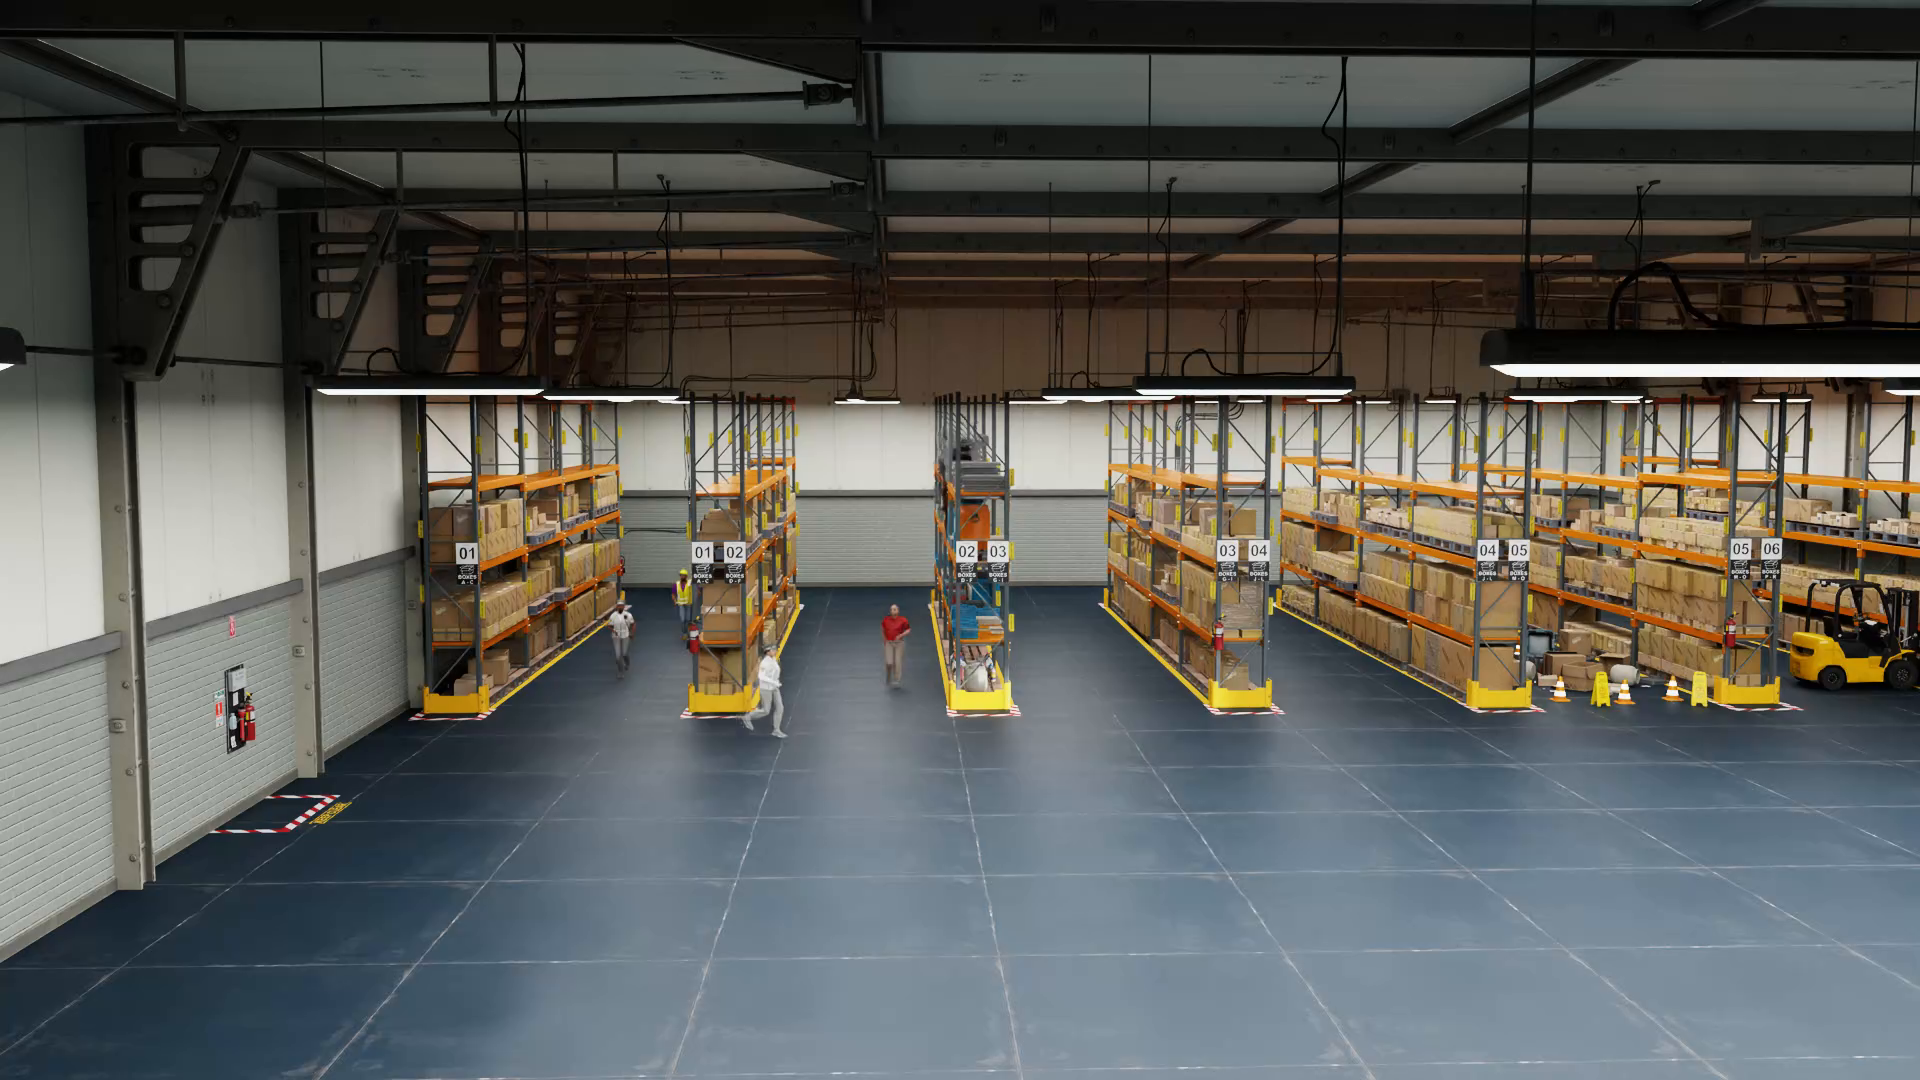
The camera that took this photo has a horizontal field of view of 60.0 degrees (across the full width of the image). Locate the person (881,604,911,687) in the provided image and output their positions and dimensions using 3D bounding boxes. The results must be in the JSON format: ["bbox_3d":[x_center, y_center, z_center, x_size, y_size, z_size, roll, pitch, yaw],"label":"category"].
[{"bbox_3d":[-1.329,2.167,33.846,0.639,1.704,0.636,1,5,8],"label":"person"}]

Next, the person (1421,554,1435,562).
[{"bbox_3d":[13.917,0.871,49.681,0.753,1.784,0.679,-2,5,-21],"label":"person"}]

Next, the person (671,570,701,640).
[{"bbox_3d":[-6.761,1.588,40.959,0.714,1.730,0.661,0,5,2],"label":"person"}]

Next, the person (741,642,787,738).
[{"bbox_3d":[-3.383,2.586,28.867,0.824,1.679,0.606,2,5,19],"label":"person"}]

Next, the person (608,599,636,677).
[{"bbox_3d":[-7.175,2.077,35.261,0.569,1.661,0.554,-1,5,-7],"label":"person"}]
